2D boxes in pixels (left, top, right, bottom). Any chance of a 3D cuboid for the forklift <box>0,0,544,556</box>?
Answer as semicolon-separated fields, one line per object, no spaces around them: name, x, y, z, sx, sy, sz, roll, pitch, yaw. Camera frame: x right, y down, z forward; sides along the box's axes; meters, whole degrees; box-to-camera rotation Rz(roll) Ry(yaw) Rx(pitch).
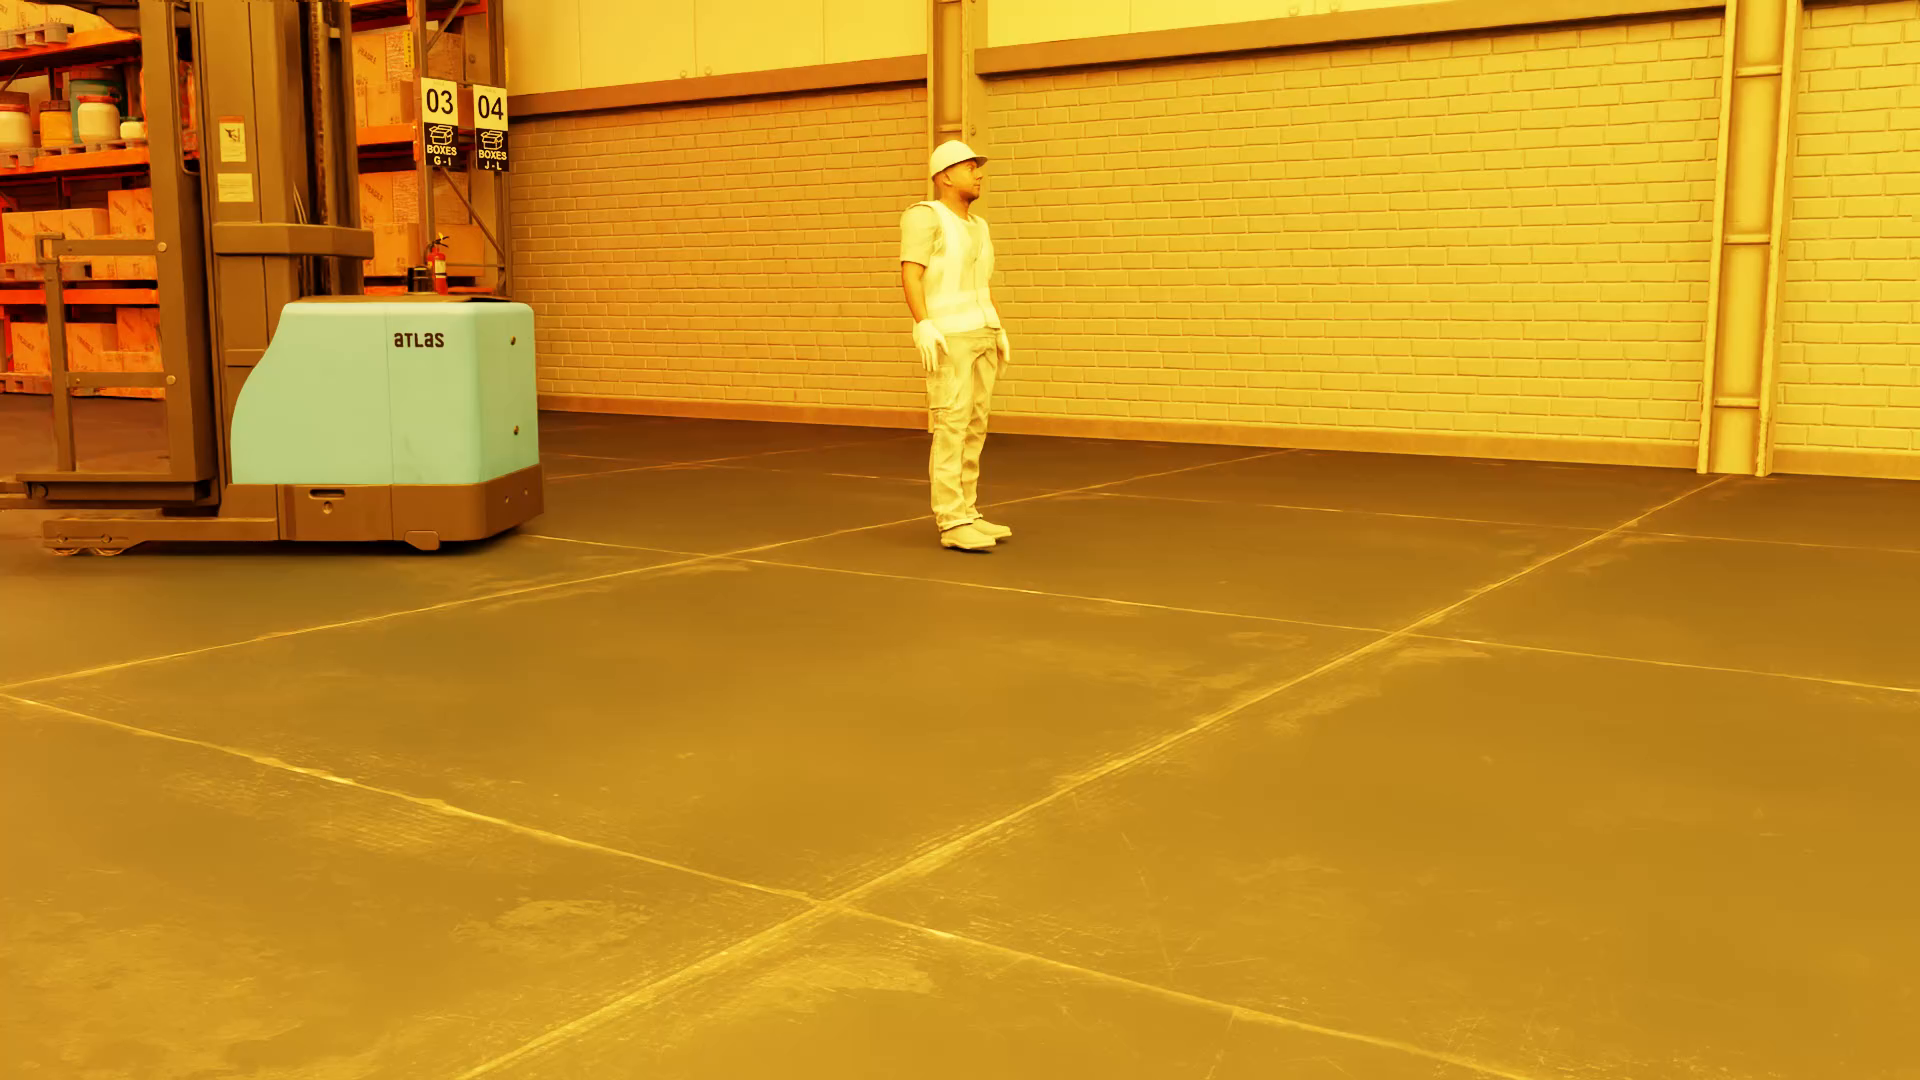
forklift;-3.531;-1.456;7.429;3.031;2.935;1.130;0;8;2

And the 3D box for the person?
person;0.056;-0.883;7.431;0.575;1.784;0.656;5;10;34
